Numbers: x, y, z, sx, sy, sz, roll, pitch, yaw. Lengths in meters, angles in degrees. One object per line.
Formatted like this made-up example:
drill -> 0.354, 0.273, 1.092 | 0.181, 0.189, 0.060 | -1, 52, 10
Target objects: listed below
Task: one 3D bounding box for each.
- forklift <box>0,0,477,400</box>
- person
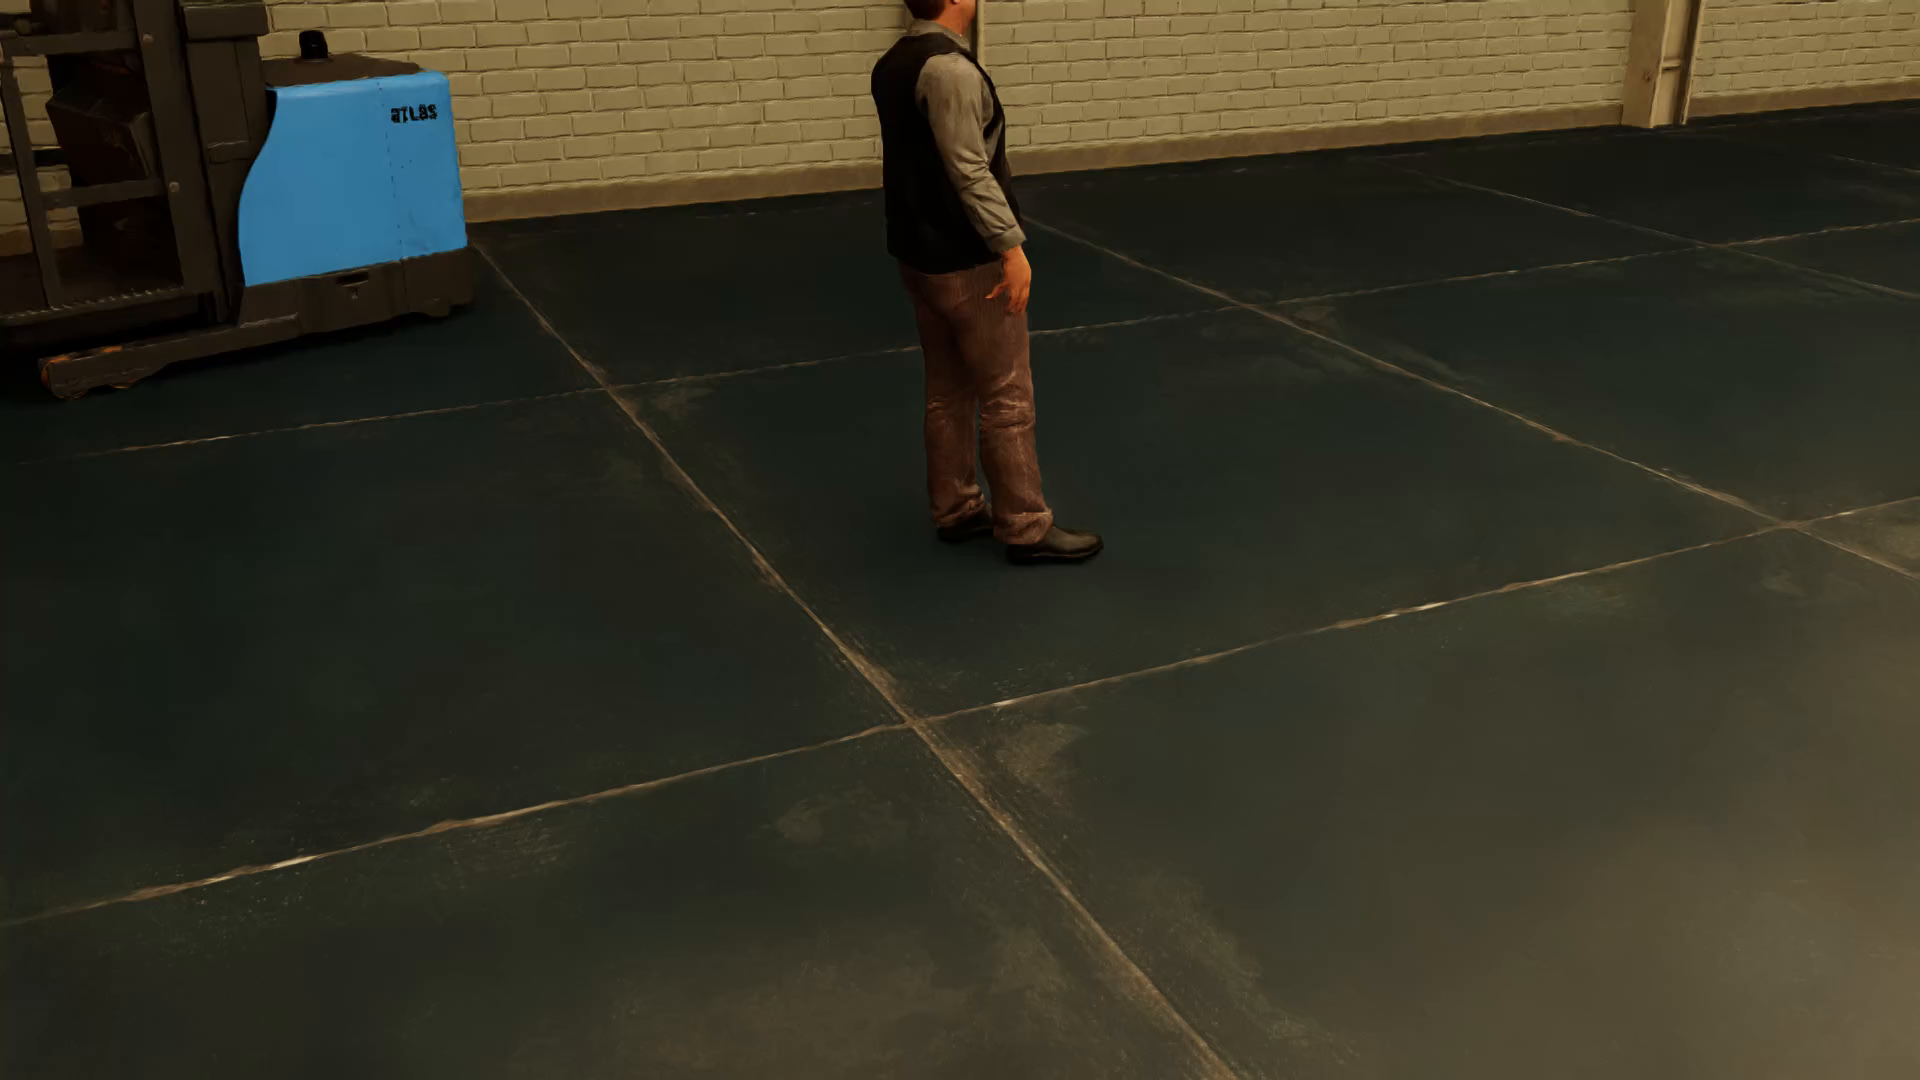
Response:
forklift -> -3.597, -2.116, 6.380 | 1.130, 2.935, 3.031 | 21, 30, 41
person -> 0.060, -0.809, 4.791 | 0.567, 1.720, 0.632 | -10, 25, -23
